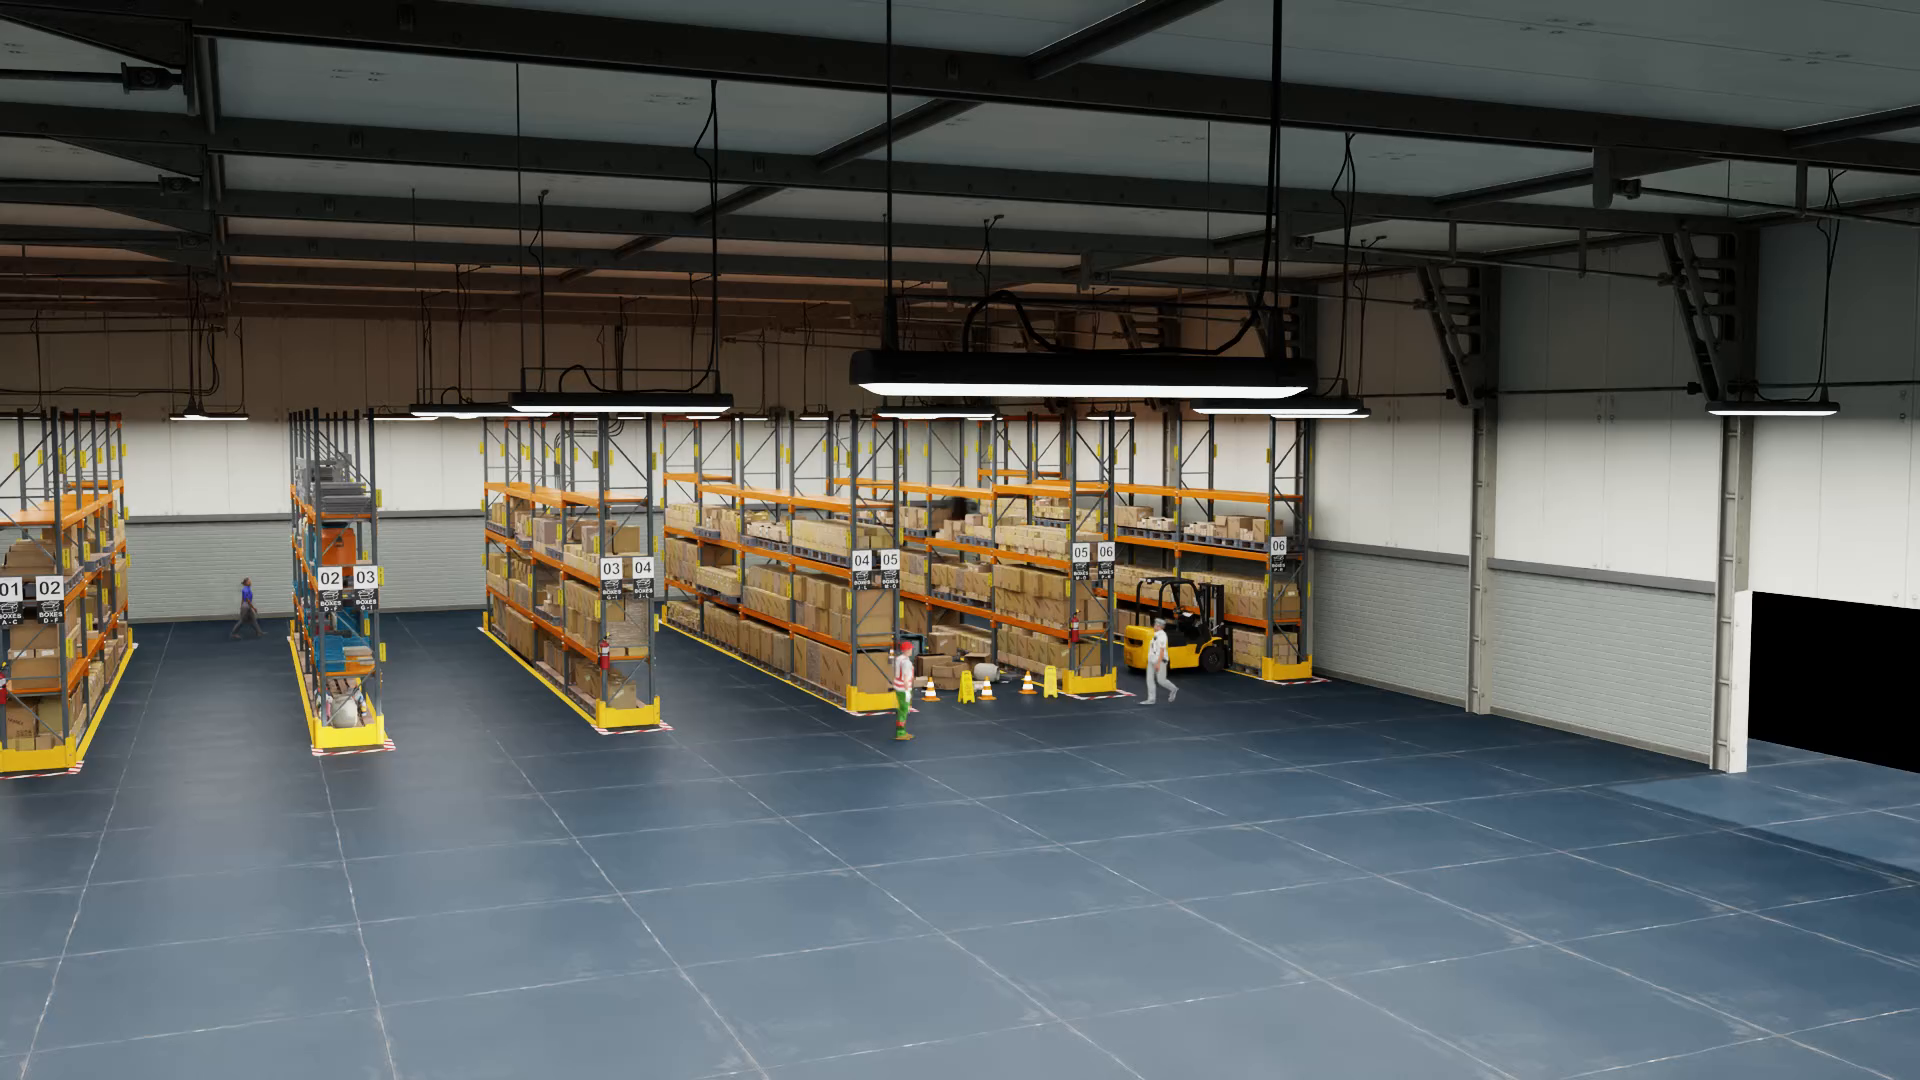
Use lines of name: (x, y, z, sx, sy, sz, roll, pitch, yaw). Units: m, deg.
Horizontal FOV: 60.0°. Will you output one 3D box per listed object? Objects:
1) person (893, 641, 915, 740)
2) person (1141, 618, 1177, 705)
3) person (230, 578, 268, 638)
person: (-1.003, 2.720, 30.105, 0.388, 1.791, 0.621, -1, 4, -16)
person: (4.065, 2.460, 33.849, 0.752, 1.762, 0.500, -3, 5, -39)
person: (-19.002, 1.795, 44.414, 1.016, 1.587, 0.556, -3, 5, -37)
